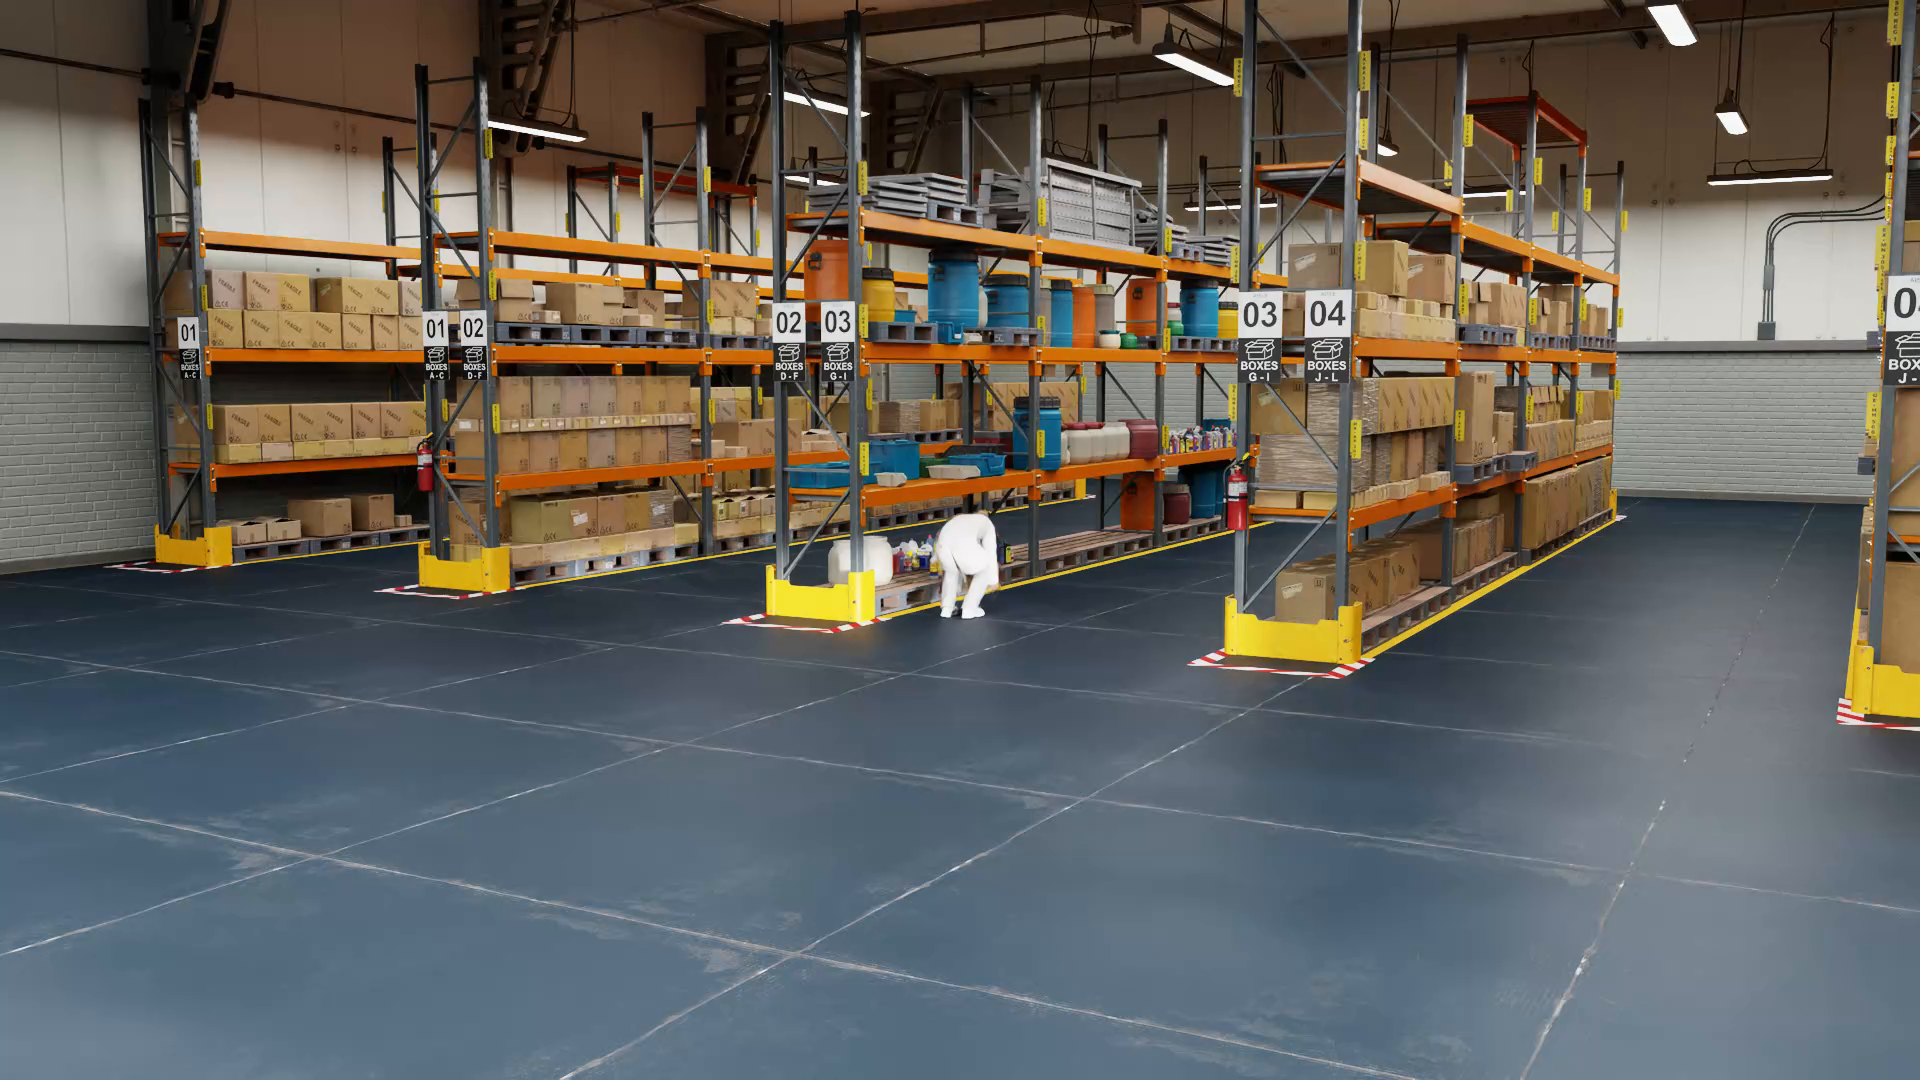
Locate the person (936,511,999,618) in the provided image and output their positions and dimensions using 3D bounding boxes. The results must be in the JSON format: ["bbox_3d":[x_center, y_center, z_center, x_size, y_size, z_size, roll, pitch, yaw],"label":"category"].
[{"bbox_3d":[0.087,0.258,17.210,0.593,1.033,0.942,2,6,23],"label":"person"}]
